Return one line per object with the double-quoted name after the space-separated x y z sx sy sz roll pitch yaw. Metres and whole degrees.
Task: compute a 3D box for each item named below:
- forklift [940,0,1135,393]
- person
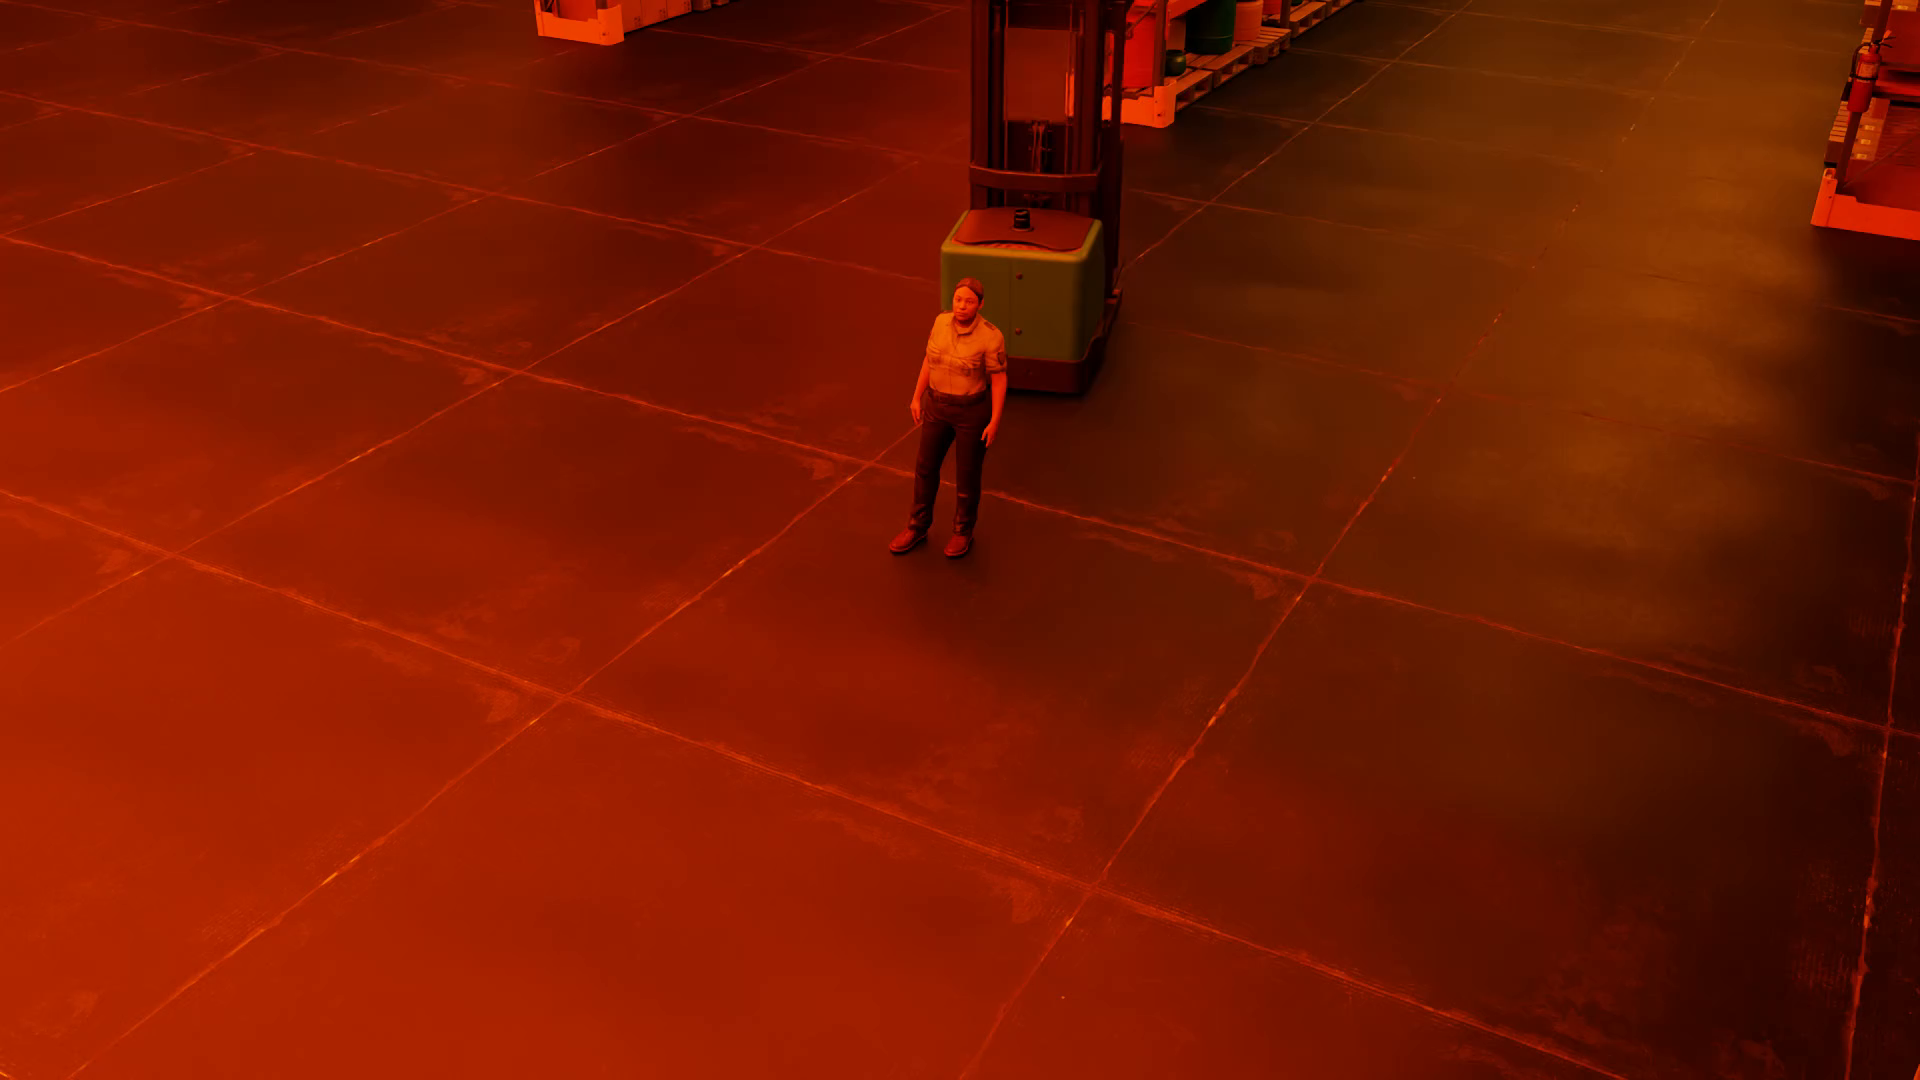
0.671 -3.018 12.299 1.130 2.935 3.031 6 31 11 "forklift"
-0.063 -0.687 9.529 0.598 1.651 0.503 15 33 25 "person"
